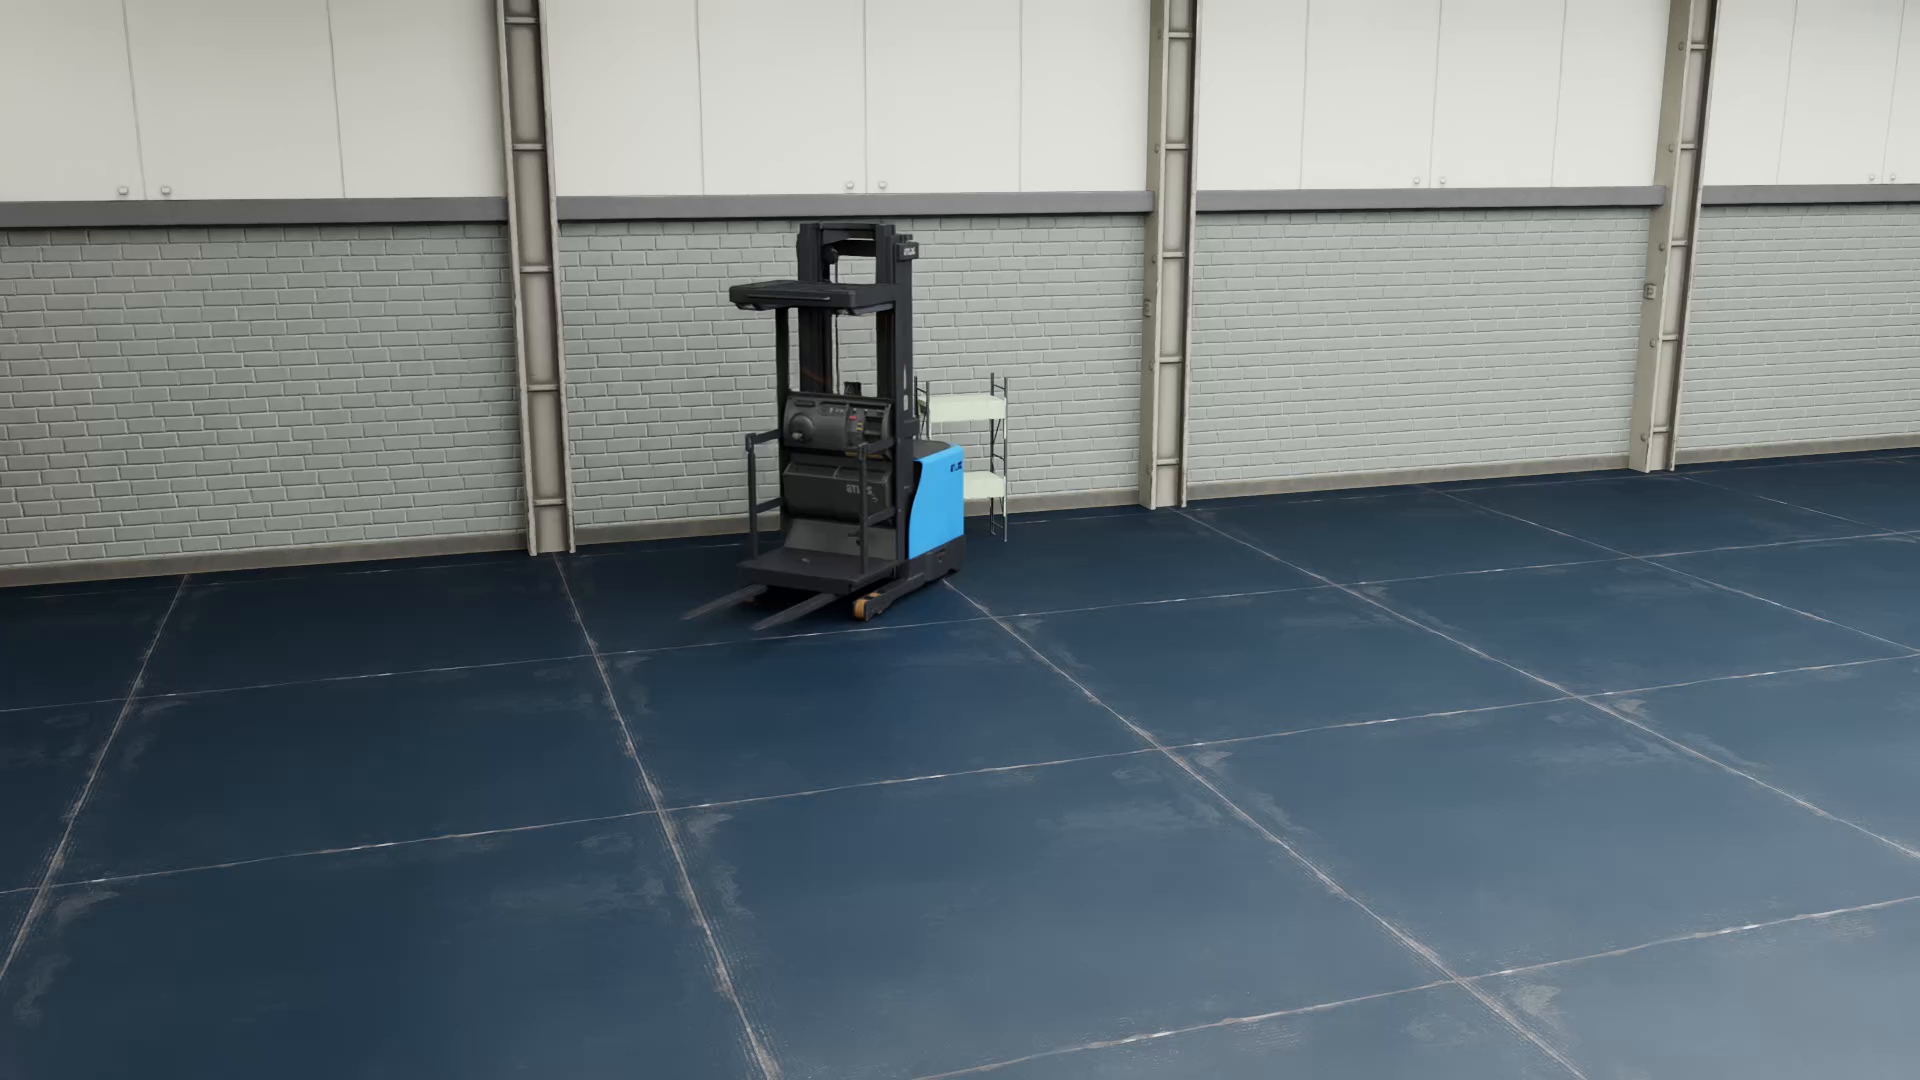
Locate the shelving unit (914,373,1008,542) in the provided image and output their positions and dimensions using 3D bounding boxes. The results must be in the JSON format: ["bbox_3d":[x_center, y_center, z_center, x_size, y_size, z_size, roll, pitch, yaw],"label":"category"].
[{"bbox_3d":[0.006,-0.730,15.079,0.755,1.500,0.431,-4,14,-18],"label":"shelving unit"}]

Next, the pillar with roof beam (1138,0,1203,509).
[{"bbox_3d":[3.406,-3.787,11.723,0.400,9.000,9.100,-4,14,-18],"label":"pillar with roof beam"}]

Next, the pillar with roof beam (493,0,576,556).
[{"bbox_3d":[-2.281,-3.344,9.861,0.400,9.000,9.100,-4,14,-18],"label":"pillar with roof beam"}]

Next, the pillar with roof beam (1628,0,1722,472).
[{"bbox_3d":[9.092,-4.229,13.585,0.400,9.000,9.100,-4,14,-18],"label":"pillar with roof beam"}]

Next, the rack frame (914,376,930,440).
[{"bbox_3d":[-0.341,-0.703,14.965,0.023,1.500,0.400,-4,14,-18],"label":"rack frame"}]

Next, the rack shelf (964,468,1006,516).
[{"bbox_3d":[0.006,-0.413,15.154,0.720,0.370,0.431,-4,14,-18],"label":"rack shelf"}]

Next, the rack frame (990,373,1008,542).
[{"bbox_3d":[0.353,-0.757,15.192,0.023,1.500,0.400,-4,14,-18],"label":"rack frame"}]

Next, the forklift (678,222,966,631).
[{"bbox_3d":[-1.055,-0.928,12.817,1.130,2.935,3.031,6,15,25],"label":"forklift"}]

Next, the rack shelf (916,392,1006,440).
[{"bbox_3d":[0.006,-1.110,14.988,0.720,0.370,0.431,-4,14,-18],"label":"rack shelf"}]
